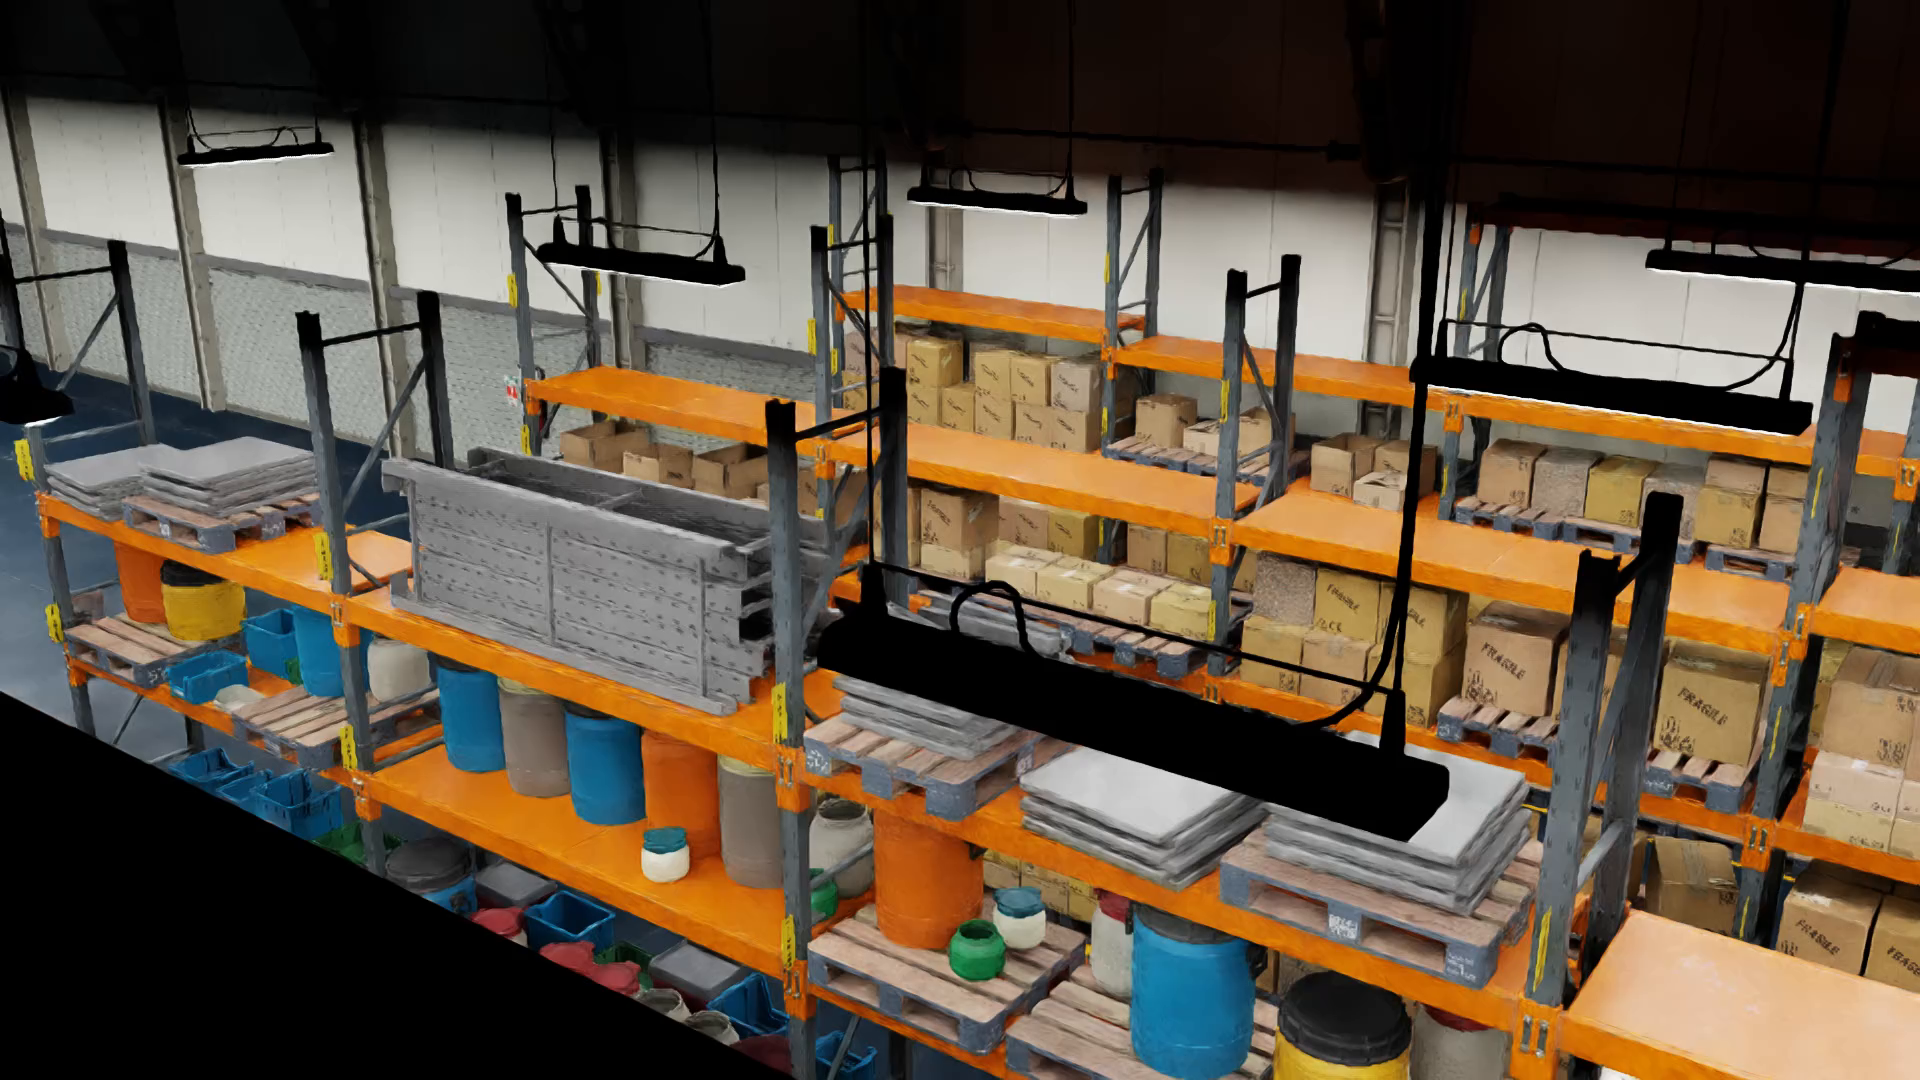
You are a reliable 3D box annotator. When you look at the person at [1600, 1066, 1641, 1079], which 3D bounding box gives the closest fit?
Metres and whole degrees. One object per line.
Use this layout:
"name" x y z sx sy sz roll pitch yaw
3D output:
"person" 4.278 3.869 10.857 1.042 1.716 0.591 13 22 33
